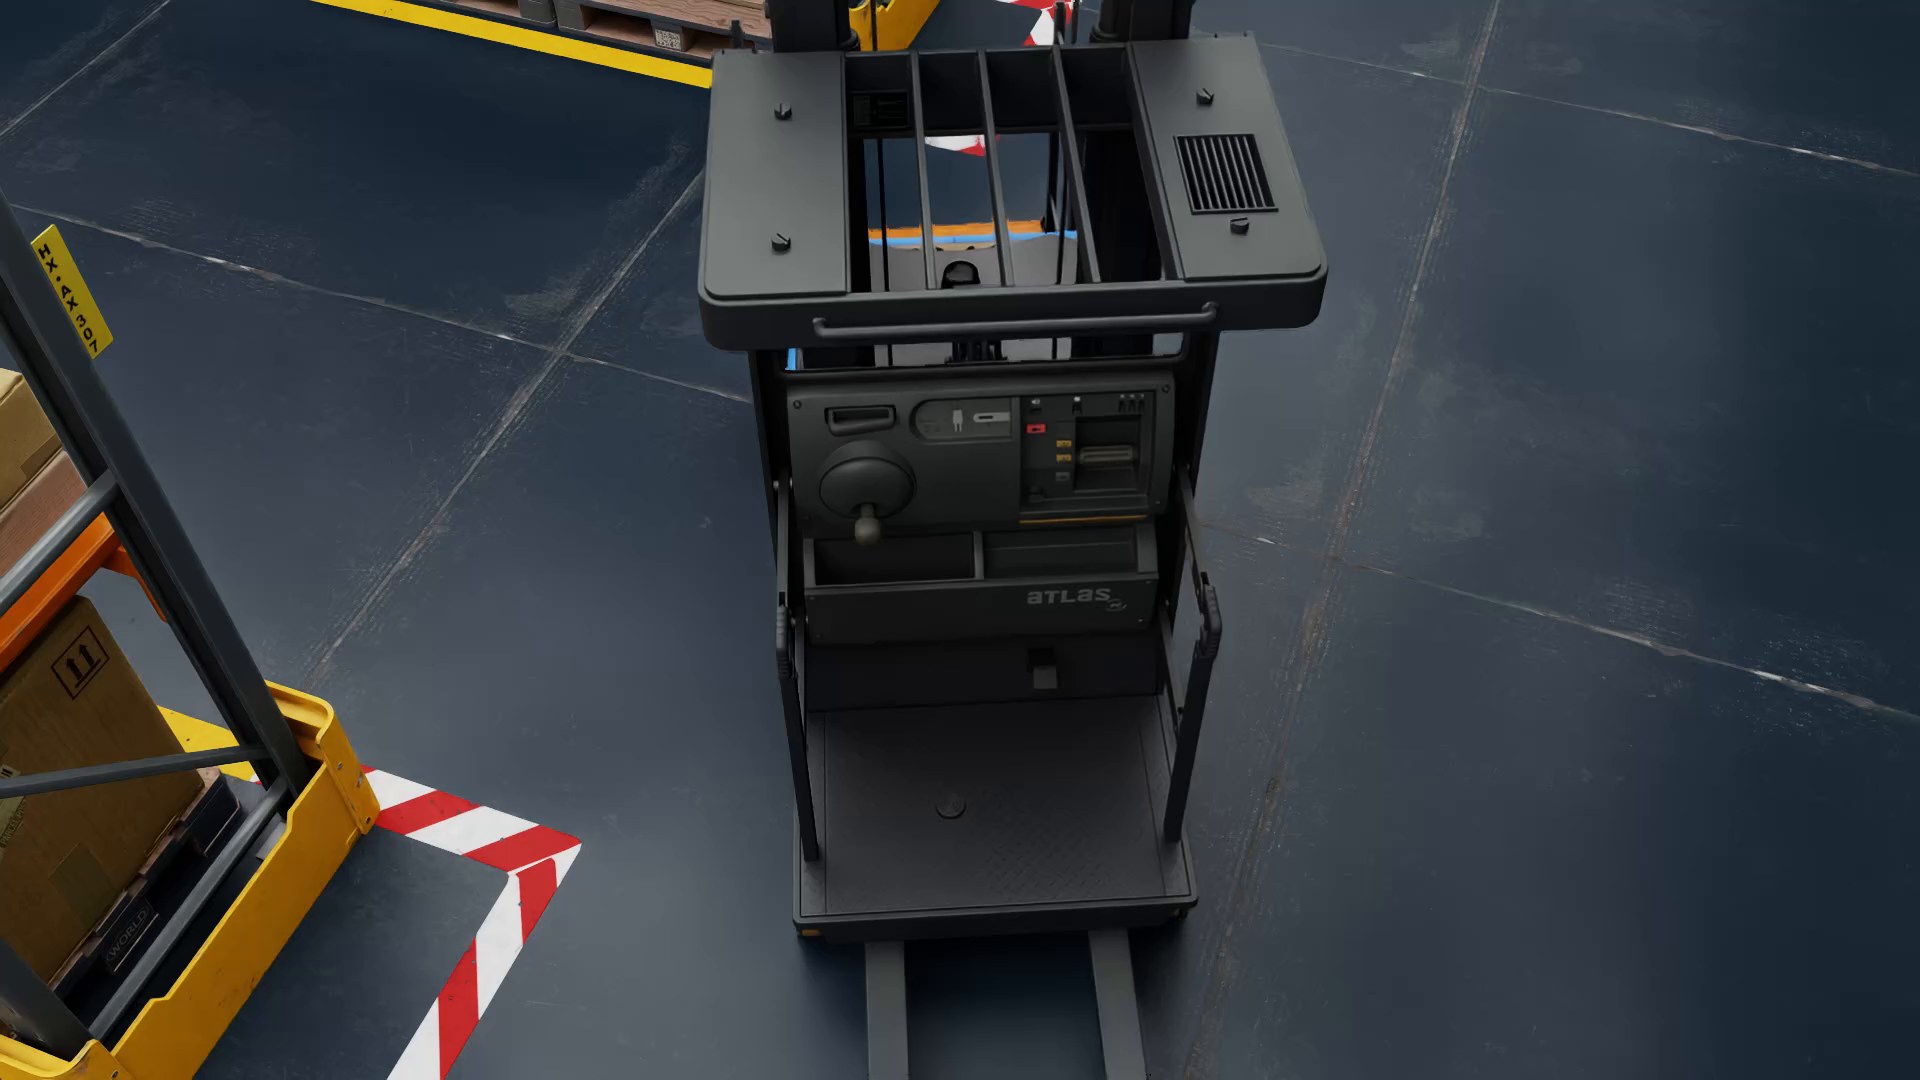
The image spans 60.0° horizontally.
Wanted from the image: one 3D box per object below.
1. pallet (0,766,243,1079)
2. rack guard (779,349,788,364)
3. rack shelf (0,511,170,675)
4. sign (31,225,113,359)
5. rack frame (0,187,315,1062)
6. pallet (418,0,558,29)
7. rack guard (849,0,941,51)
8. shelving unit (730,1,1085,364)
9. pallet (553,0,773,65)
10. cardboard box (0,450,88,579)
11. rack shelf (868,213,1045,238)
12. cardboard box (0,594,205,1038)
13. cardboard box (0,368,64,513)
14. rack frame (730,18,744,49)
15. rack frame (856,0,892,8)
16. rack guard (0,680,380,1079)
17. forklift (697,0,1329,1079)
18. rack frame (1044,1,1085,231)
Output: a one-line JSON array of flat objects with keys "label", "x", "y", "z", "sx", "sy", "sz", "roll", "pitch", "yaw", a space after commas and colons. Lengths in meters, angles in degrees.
[{"label": "pallet", "x": -2.901, "y": 0.937, "z": 4.799, "sx": 1.213, "sy": 0.211, "sz": 1.003, "roll": 16, "pitch": 51, "yaw": 13}, {"label": "rack guard", "x": -0.654, "y": -0.534, "z": 6.048, "sx": 0.087, "sy": 0.250, "sz": 0.587, "roll": -4, "pitch": 49, "yaw": -4}, {"label": "rack shelf", "x": -4.000, "y": -0.111, "z": 4.337, "sx": 4.000, "sy": 0.370, "sz": 1.077, "roll": 16, "pitch": 51, "yaw": 13}, {"label": "sign", "x": -1.926, "y": -0.524, "z": 3.594, "sx": 0.005, "sy": 0.325, "sz": 0.100, "roll": 16, "pitch": 51, "yaw": 13}, {"label": "rack frame", "x": -2.124, "y": 0.177, "z": 3.611, "sx": 0.127, "sy": 3.000, "sz": 1.000, "roll": 16, "pitch": 51, "yaw": 13}, {"label": "pallet", "x": -2.308, "y": -2.984, "z": 8.197, "sx": 1.213, "sy": 0.211, "sz": 1.003, "roll": 16, "pitch": 51, "yaw": 13}, {"label": "rack guard", "x": -0.380, "y": -2.518, "z": 7.601, "sx": 0.348, "sy": 0.500, "sz": 1.175, "roll": 16, "pitch": 51, "yaw": 13}, {"label": "shelving unit", "x": -0.159, "y": -0.981, "z": 5.608, "sx": 1.083, "sy": 1.500, "sz": 0.587, "roll": -4, "pitch": 49, "yaw": -4}, {"label": "pallet", "x": -1.167, "y": -2.664, "z": 7.919, "sx": 1.213, "sy": 0.211, "sz": 1.003, "roll": 16, "pitch": 51, "yaw": 13}, {"label": "cardboard box", "x": -2.342, "y": -0.067, "z": 3.990, "sx": 0.250, "sy": 0.149, "sz": 0.380, "roll": 16, "pitch": 51, "yaw": 14}, {"label": "rack shelf", "x": -0.168, "y": -0.863, "z": 5.743, "sx": 1.000, "sy": 0.185, "sz": 0.538, "roll": -4, "pitch": 49, "yaw": -4}, {"label": "cardboard box", "x": -2.752, "y": 0.625, "z": 4.352, "sx": 0.875, "sy": 0.875, "sz": 0.875, "roll": 16, "pitch": 51, "yaw": 13}, {"label": "cardboard box", "x": -2.480, "y": -0.188, "z": 3.830, "sx": 0.500, "sy": 0.250, "sz": 0.500, "roll": 14, "pitch": 51, "yaw": 12}, {"label": "rack frame", "x": -0.674, "y": -0.942, "z": 5.574, "sx": 0.032, "sy": 1.500, "sz": 0.500, "roll": -4, "pitch": 49, "yaw": -4}, {"label": "rack frame", "x": -0.407, "y": -3.334, "z": 6.654, "sx": 0.127, "sy": 3.000, "sz": 1.000, "roll": 16, "pitch": 51, "yaw": 13}, {"label": "rack guard", "x": -2.101, "y": 1.002, "z": 4.550, "sx": 0.348, "sy": 0.500, "sz": 1.175, "roll": 16, "pitch": 51, "yaw": 13}, {"label": "forklift", "x": 0.070, "y": -0.095, "z": 3.892, "sx": 1.130, "sy": 2.935, "sz": 3.031, "roll": -3, "pitch": 49, "yaw": -2}, {"label": "rack frame", "x": 0.338, "y": -1.019, "z": 5.641, "sx": 0.032, "sy": 1.500, "sz": 0.500, "roll": -4, "pitch": 49, "yaw": -4}]
